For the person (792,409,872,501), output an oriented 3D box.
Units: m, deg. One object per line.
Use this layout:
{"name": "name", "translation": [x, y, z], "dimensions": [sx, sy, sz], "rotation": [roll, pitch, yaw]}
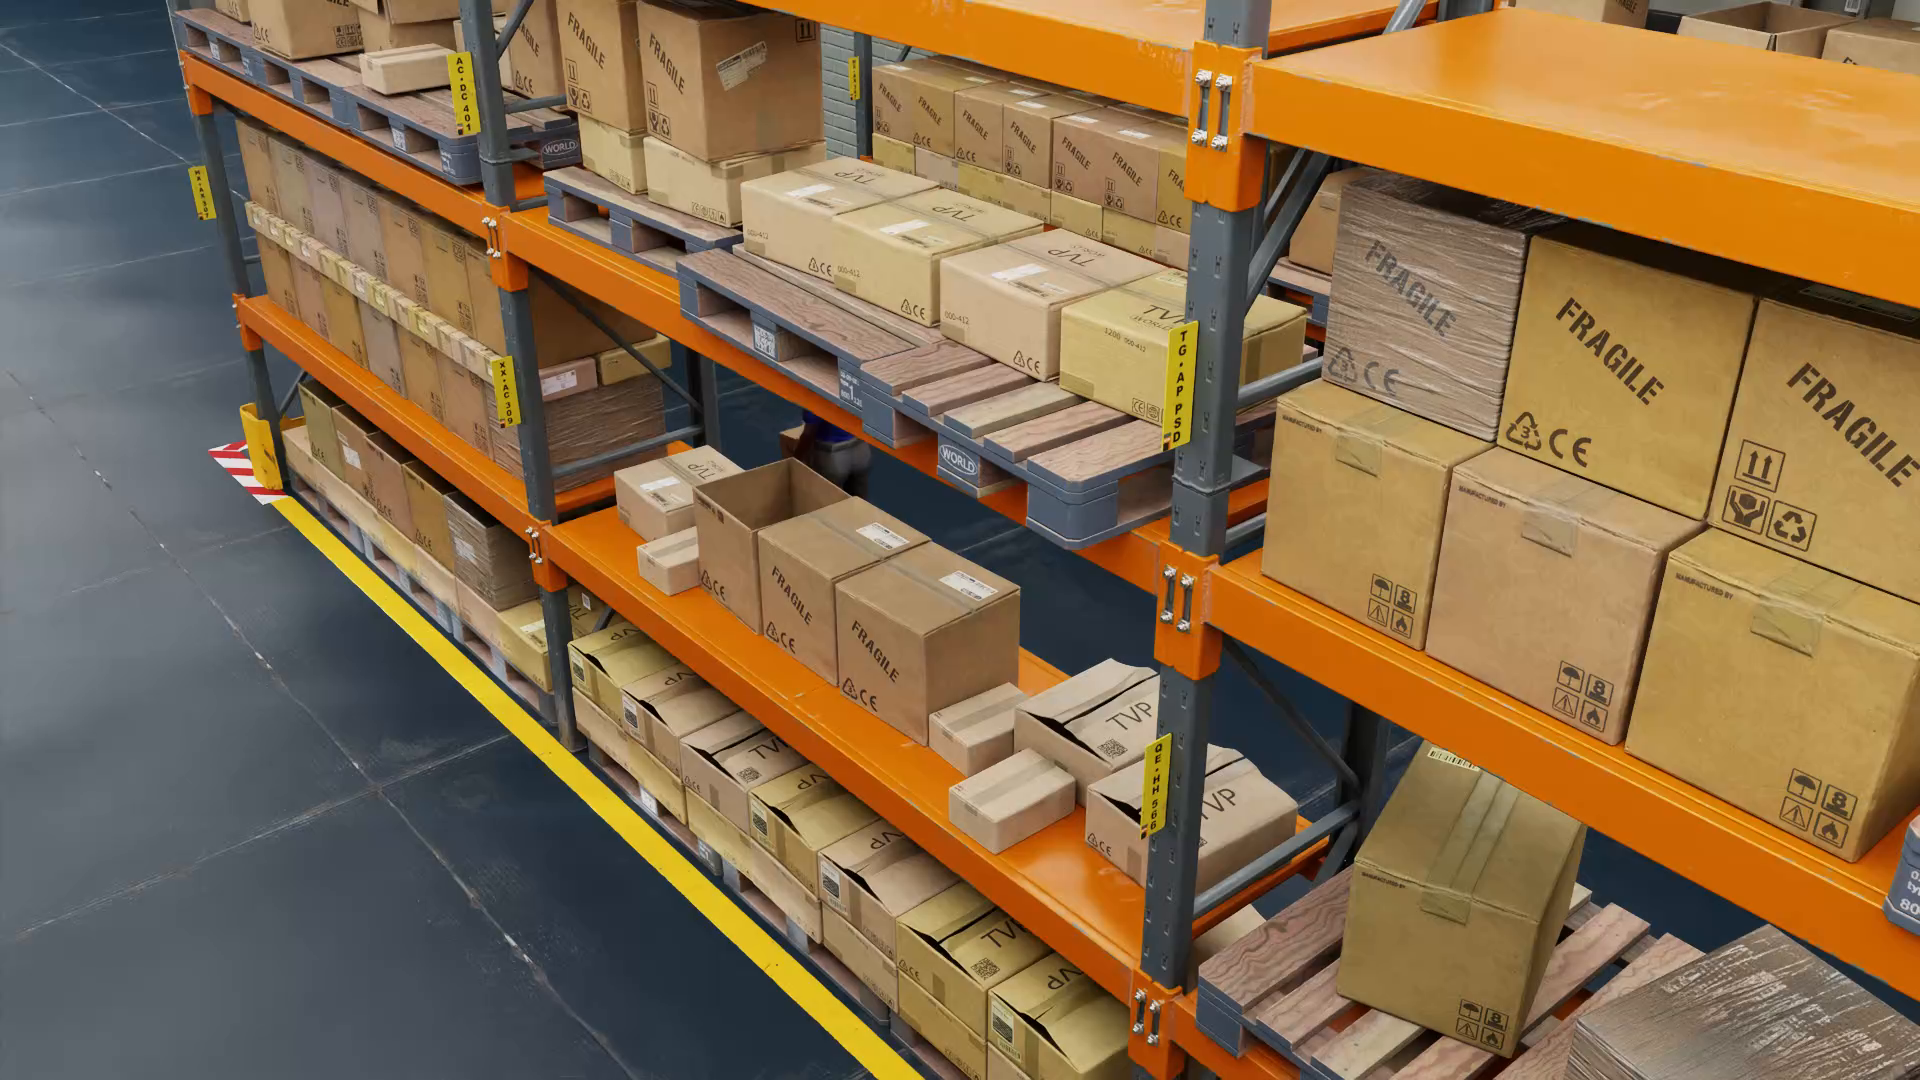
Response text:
{"name": "person", "translation": [-0.725, -0.467, 9.486], "dimensions": [0.478, 1.663, 0.405], "rotation": [-23, 36, -36]}
